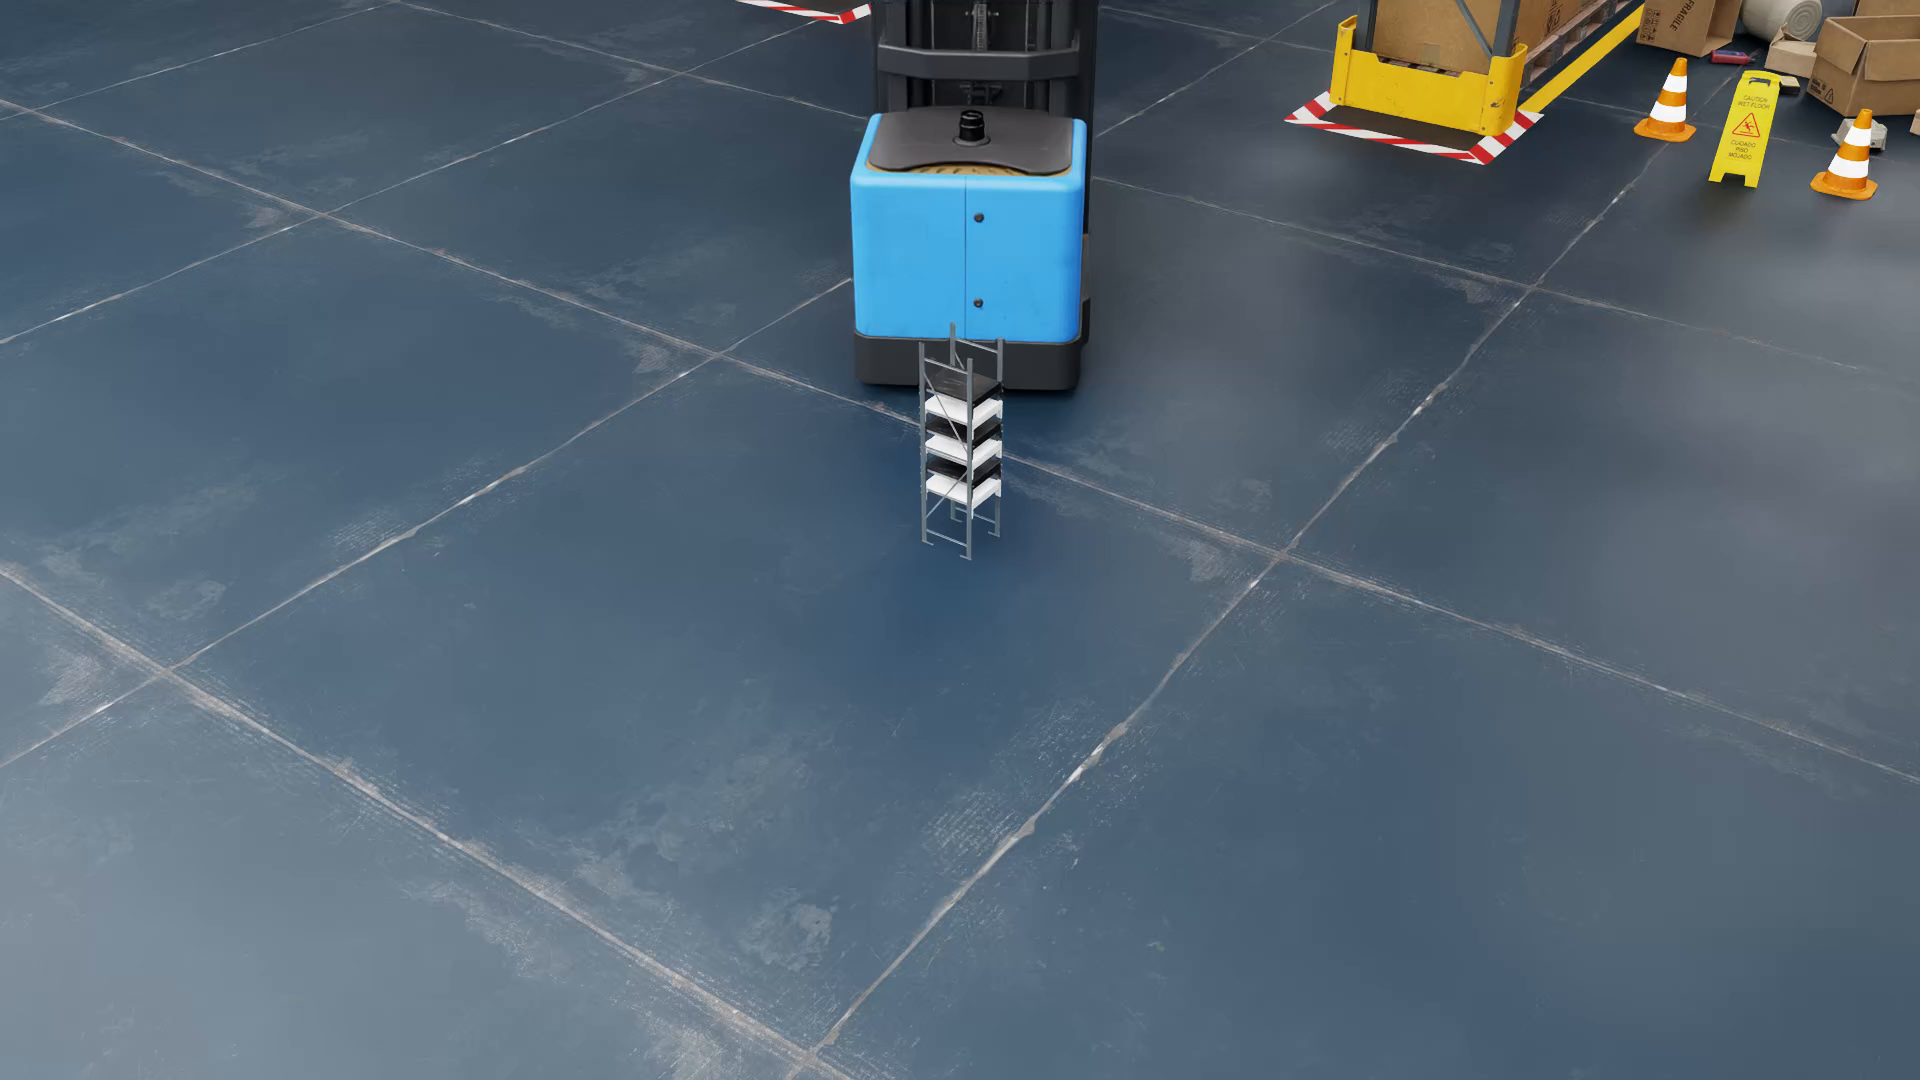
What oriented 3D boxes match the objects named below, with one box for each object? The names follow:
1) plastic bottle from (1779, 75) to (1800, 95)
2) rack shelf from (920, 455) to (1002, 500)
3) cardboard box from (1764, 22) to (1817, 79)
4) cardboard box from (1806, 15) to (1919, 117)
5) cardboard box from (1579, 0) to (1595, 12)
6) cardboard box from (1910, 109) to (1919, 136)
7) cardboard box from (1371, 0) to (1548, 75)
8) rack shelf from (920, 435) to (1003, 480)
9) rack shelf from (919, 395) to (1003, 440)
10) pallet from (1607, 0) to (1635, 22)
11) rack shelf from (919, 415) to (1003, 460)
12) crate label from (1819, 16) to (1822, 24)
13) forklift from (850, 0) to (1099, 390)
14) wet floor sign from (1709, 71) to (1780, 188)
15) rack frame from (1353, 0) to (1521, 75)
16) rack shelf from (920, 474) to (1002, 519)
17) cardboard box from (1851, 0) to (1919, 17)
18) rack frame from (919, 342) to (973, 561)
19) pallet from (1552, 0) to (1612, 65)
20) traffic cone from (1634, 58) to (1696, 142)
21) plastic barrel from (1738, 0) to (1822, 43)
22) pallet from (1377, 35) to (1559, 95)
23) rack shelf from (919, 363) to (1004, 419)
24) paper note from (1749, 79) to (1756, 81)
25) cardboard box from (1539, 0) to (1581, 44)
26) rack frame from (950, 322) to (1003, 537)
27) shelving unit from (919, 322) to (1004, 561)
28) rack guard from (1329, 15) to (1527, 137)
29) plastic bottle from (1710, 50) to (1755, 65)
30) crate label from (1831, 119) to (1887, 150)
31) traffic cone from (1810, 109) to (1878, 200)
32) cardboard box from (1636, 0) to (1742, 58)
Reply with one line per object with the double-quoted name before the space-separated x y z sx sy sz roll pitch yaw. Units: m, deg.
"plastic bottle" 5.599 -3.091 11.267 0.133 0.061 0.283 8 35 12
"rack shelf" 0.005 -0.274 6.573 0.258 0.077 0.200 21 39 28
"cardboard box" 5.838 -3.388 11.523 0.396 0.266 0.258 29 44 36
"cardboard box" 6.070 -3.108 10.896 0.797 0.503 0.637 -3 34 -4
"cardboard box" 4.378 -4.511 12.264 0.875 0.875 0.875 22 40 29
"cardboard box" 6.236 -2.592 10.450 0.250 0.149 0.380 -15 37 -21
"cardboard box" 3.357 -3.686 11.045 0.875 0.875 0.875 21 40 28
"rack shelf" 0.005 -0.349 6.522 0.258 0.077 0.200 21 39 28
"rack shelf" 0.005 -0.498 6.421 0.258 0.077 0.200 21 39 28
"pallet" 4.807 -4.420 13.098 1.003 0.211 1.213 21 39 28
"rack shelf" 0.005 -0.423 6.472 0.258 0.077 0.200 21 39 28
"crate label" 6.240 -3.895 12.387 0.298 0.136 0.250 -3 34 -4
"forklift" 0.136 -2.704 8.133 1.130 2.935 3.031 2 34 4
"wet floor sign" 4.634 -2.438 9.779 0.267 0.644 0.232 14 37 20
"rack frame" 3.024 -4.059 10.075 1.000 3.000 0.127 21 39 28
"rack shelf" 0.005 -0.200 6.623 0.258 0.077 0.200 21 39 28
"cardboard box" 6.596 -3.597 11.498 0.797 0.637 0.503 21 39 28
"rack frame" -0.053 -0.330 6.434 0.240 0.900 0.006 21 39 28
"pallet" 4.112 -3.856 12.264 1.003 0.211 1.213 21 39 28
"traffic cone" 4.494 -2.799 10.476 0.336 0.463 0.334 21 39 28
"plastic barrel" 5.918 -3.821 12.022 0.421 0.421 0.512 -9 35 -13
"pallet" 3.416 -3.297 11.437 1.003 0.211 1.213 21 39 28
"rack shelf" 0.005 -0.573 6.371 0.258 0.077 0.200 21 39 28
"paper note" 5.405 -3.151 11.400 0.123 0.001 0.032 -15 37 -21
"cardboard box" 3.857 -4.092 11.645 0.875 0.875 0.875 21 39 27
"rack frame" 0.063 -0.423 6.573 0.240 0.900 0.006 21 39 28
"shelving unit" 0.005 -0.376 6.503 0.258 0.900 0.210 21 39 28
"rack guard" 3.011 -3.013 10.759 1.175 0.500 0.348 21 39 28
"plastic bottle" 5.447 -3.400 11.723 0.283 0.061 0.133 8 35 12
"crate label" 5.625 -2.528 10.367 0.250 0.136 0.298 3 34 4
"traffic cone" 5.228 -2.282 9.711 0.336 0.463 0.334 21 39 28
"cardboard box" 5.263 -3.823 11.955 0.500 0.500 0.500 29 44 36
